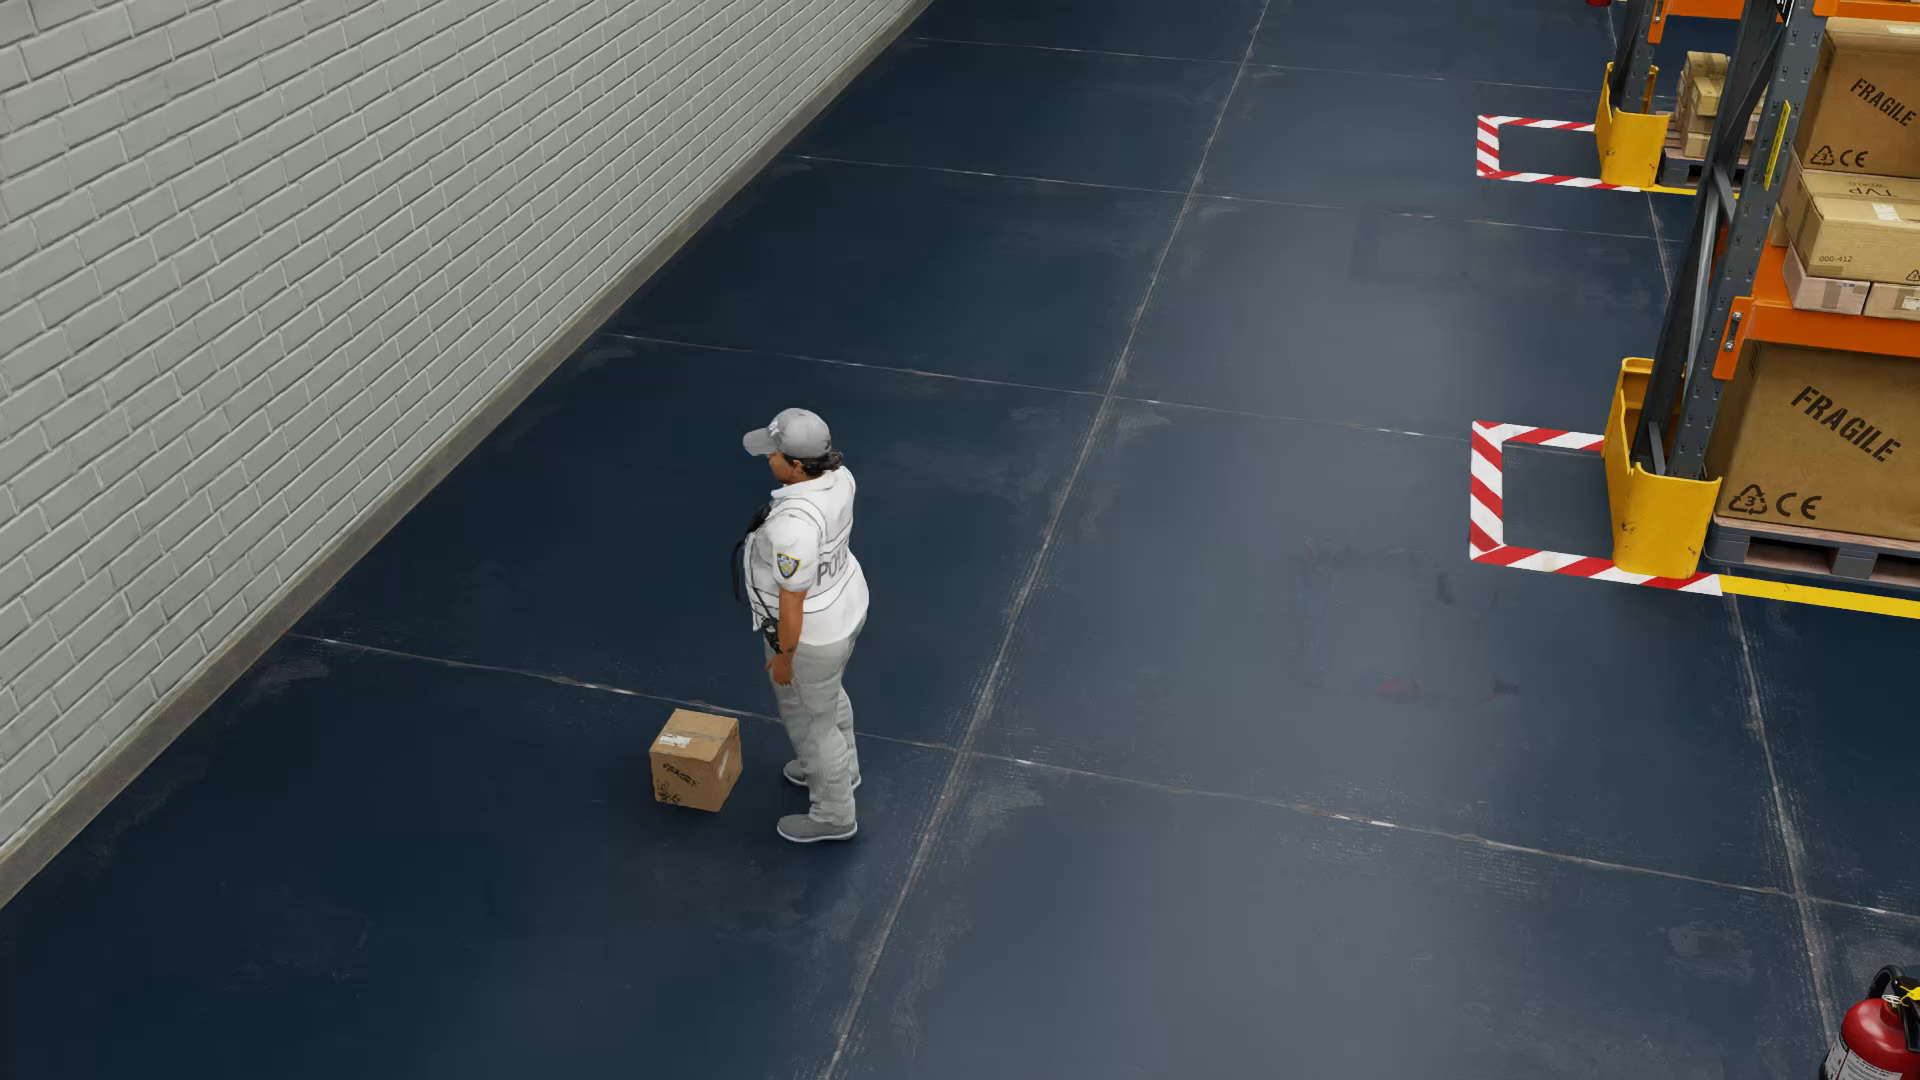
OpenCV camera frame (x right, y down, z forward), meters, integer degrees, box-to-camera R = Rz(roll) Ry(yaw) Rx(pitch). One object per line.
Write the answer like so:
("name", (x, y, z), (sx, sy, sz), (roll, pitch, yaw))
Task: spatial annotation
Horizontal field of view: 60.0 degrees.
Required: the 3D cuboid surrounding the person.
("person", (-0.524, 0.296, 5.690), (0.393, 1.672, 0.472), (9, 34, 13))
